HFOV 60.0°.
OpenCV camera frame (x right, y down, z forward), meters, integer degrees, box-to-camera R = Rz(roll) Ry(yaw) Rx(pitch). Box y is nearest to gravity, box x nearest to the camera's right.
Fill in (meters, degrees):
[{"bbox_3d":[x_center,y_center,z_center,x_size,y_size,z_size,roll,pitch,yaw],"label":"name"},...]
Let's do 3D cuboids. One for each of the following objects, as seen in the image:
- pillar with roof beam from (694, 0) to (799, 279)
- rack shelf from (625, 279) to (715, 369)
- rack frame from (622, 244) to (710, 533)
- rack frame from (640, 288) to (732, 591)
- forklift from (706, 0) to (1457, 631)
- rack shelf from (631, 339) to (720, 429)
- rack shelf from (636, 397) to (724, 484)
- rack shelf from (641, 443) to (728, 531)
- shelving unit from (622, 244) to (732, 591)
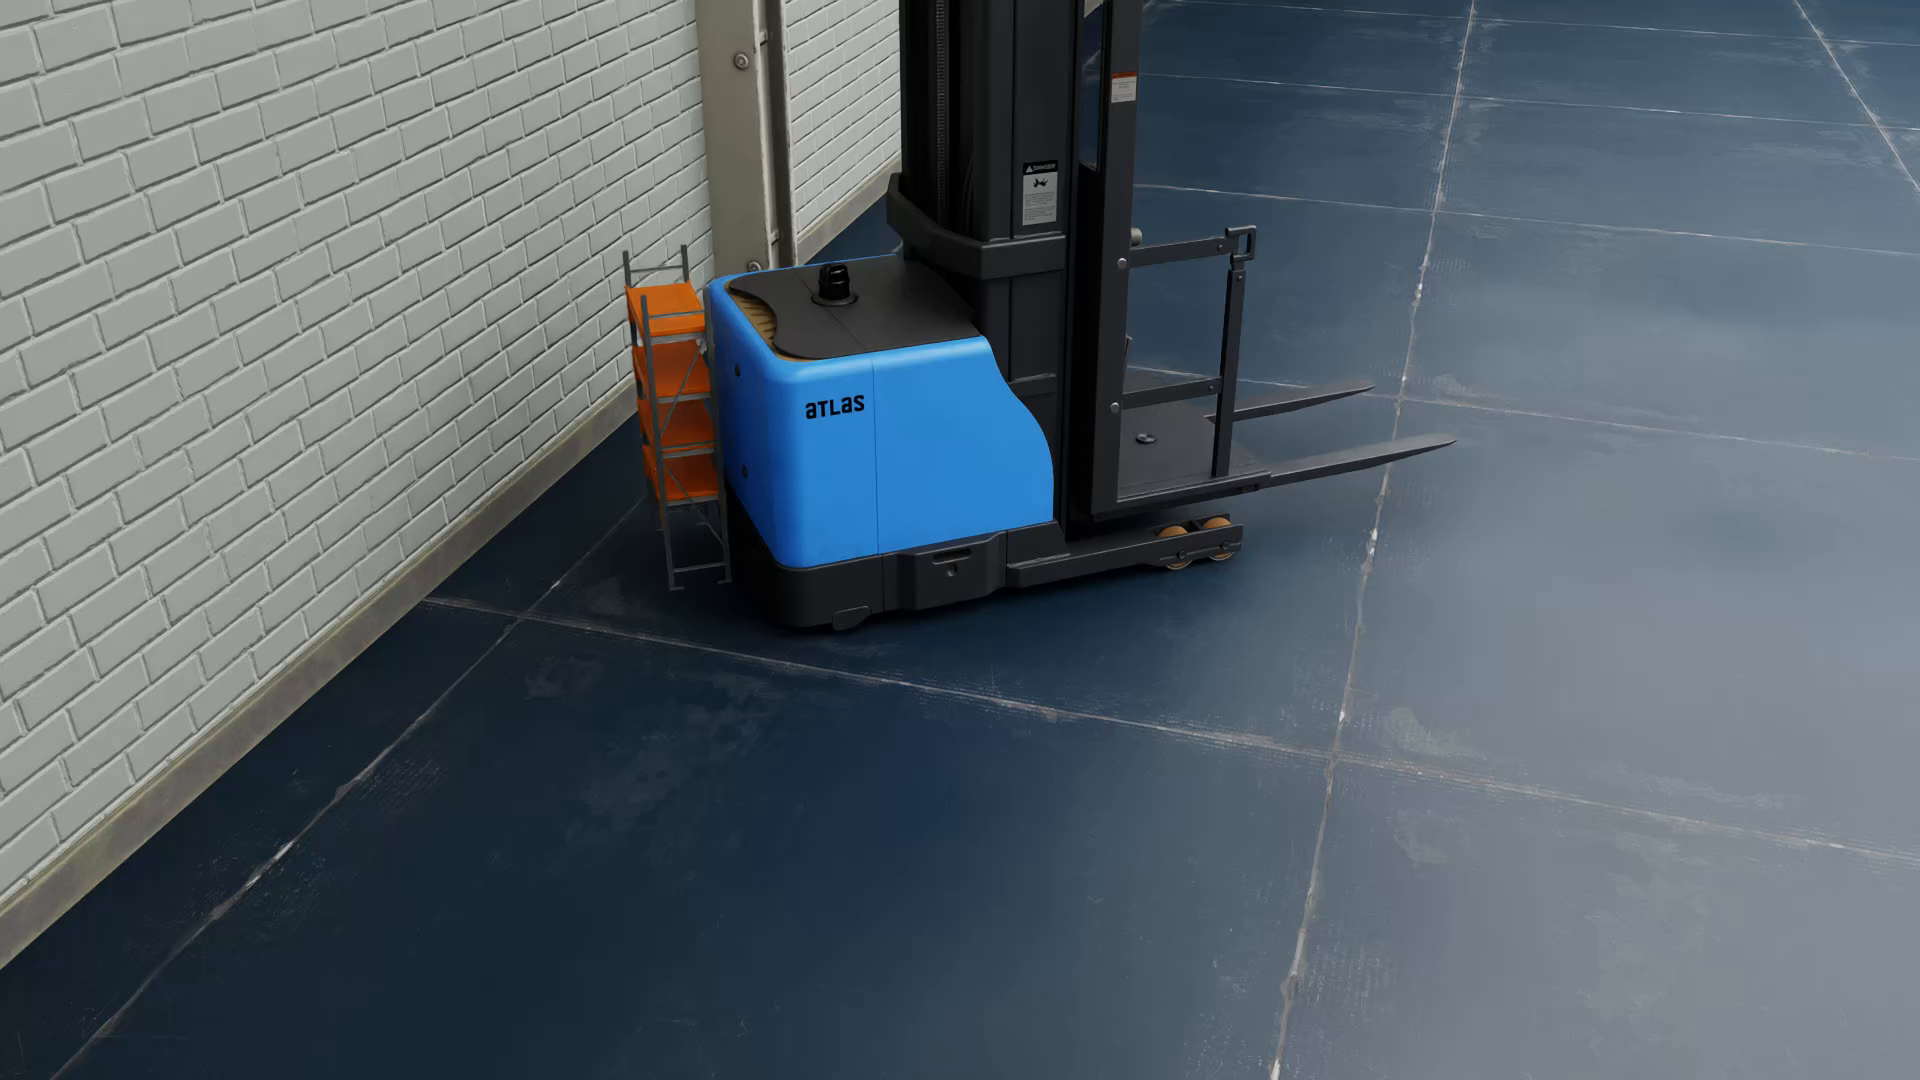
[{"bbox_3d":[3.057,-4.468,5.525,9.100,9.000,0.400,8,30,15],"label":"pillar with roof beam"},{"bbox_3d":[-1.076,-0.804,6.152,0.258,0.148,0.480,-9,30,-15],"label":"rack shelf"},{"bbox_3d":[-1.148,-0.574,6.547,0.240,1.200,0.015,-9,30,-15],"label":"rack frame"},{"bbox_3d":[-1.003,-0.347,6.140,0.240,1.200,0.015,-9,30,-15],"label":"rack frame"},{"bbox_3d":[0.582,-1.392,6.238,3.031,2.935,1.130,-11,31,-19],"label":"forklift"},{"bbox_3d":[-1.076,-0.597,6.267,0.258,0.148,0.480,-9,30,-15],"label":"rack shelf"},{"bbox_3d":[-1.076,-0.402,6.376,0.258,0.148,0.480,-9,30,-15],"label":"rack shelf"},{"bbox_3d":[-1.076,-0.228,6.473,0.258,0.148,0.480,-9,30,-15],"label":"rack shelf"},{"bbox_3d":[-1.076,-0.461,6.343,0.258,1.200,0.503,-9,30,-15],"label":"shelving unit"}]
